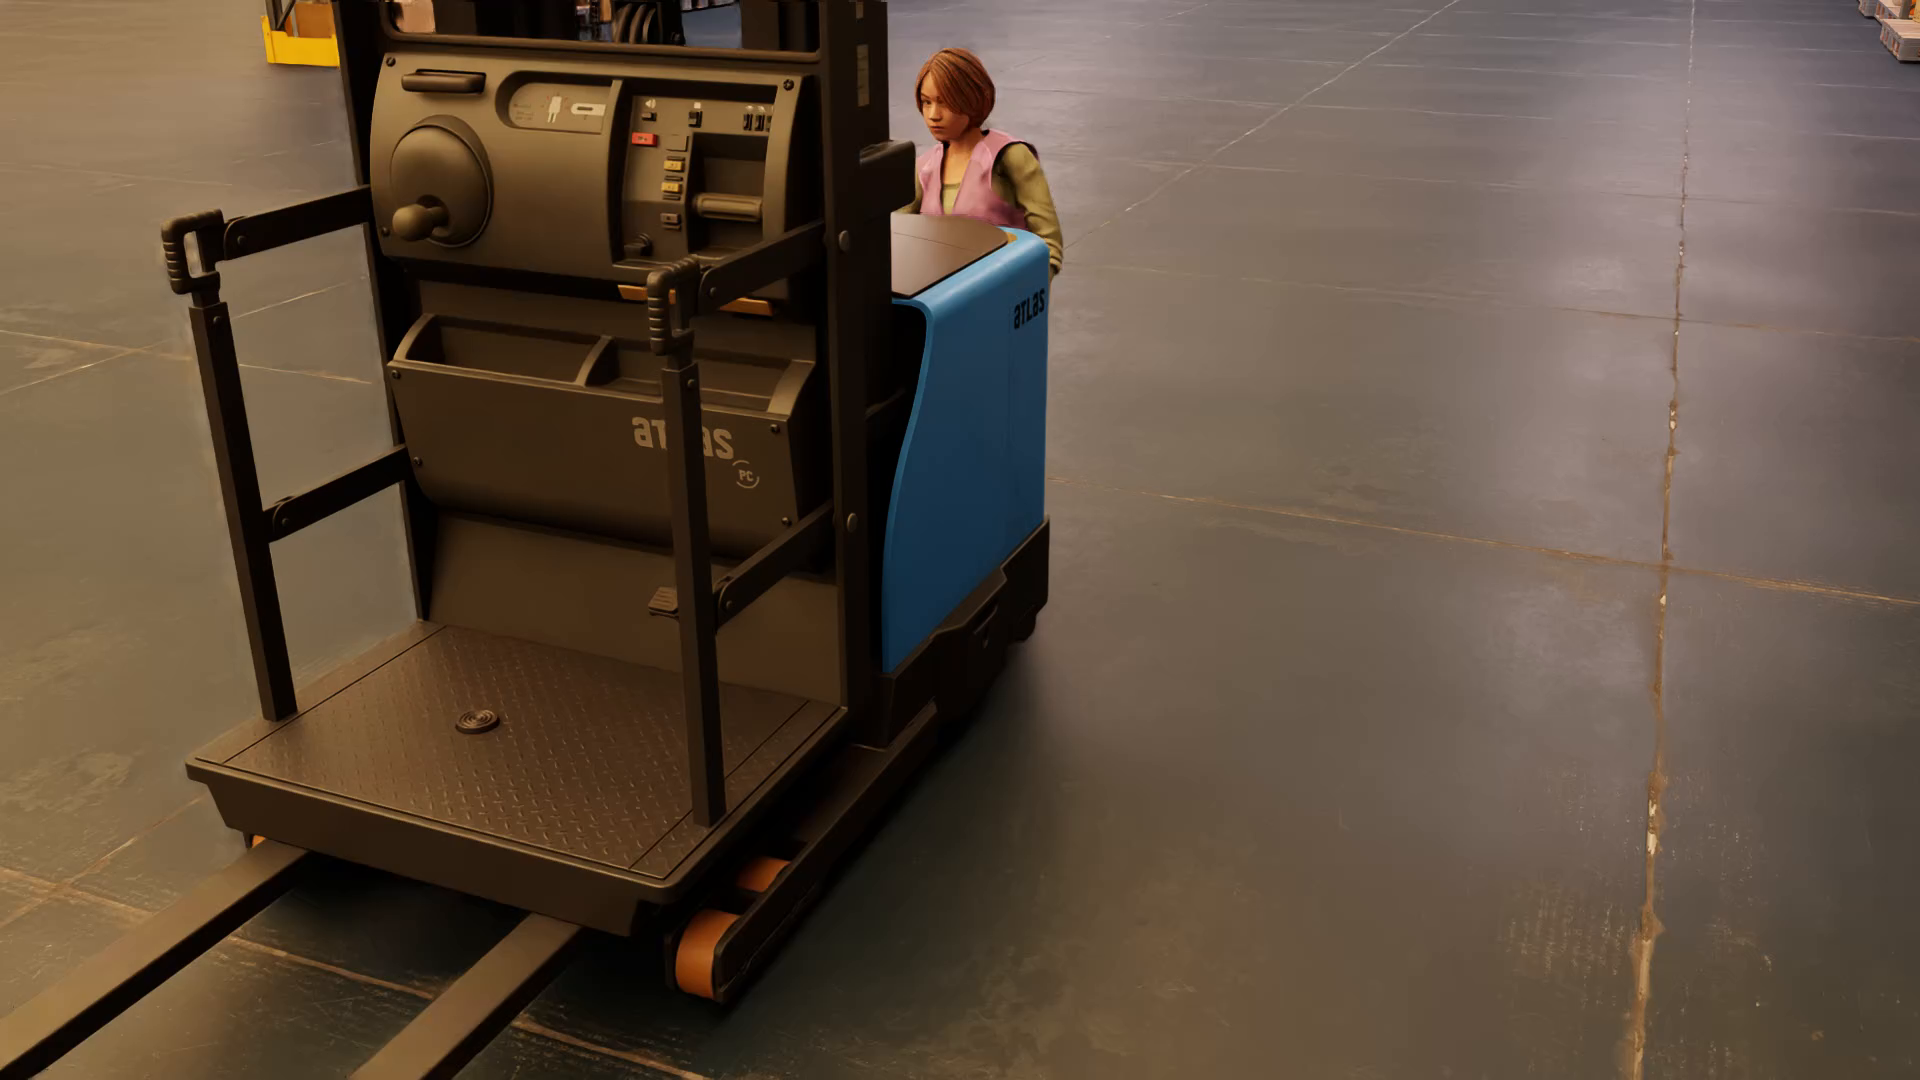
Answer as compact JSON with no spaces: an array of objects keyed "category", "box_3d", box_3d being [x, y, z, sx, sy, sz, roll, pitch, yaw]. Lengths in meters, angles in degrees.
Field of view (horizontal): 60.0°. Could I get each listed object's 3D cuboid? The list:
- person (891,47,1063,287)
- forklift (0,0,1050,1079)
[{"category":"person","box_3d":[-0.107,-0.538,4.448,0.660,1.478,0.587,17,28,35]},{"category":"forklift","box_3d":[-0.800,-0.690,2.944,1.130,2.935,3.031,9,24,21]}]
